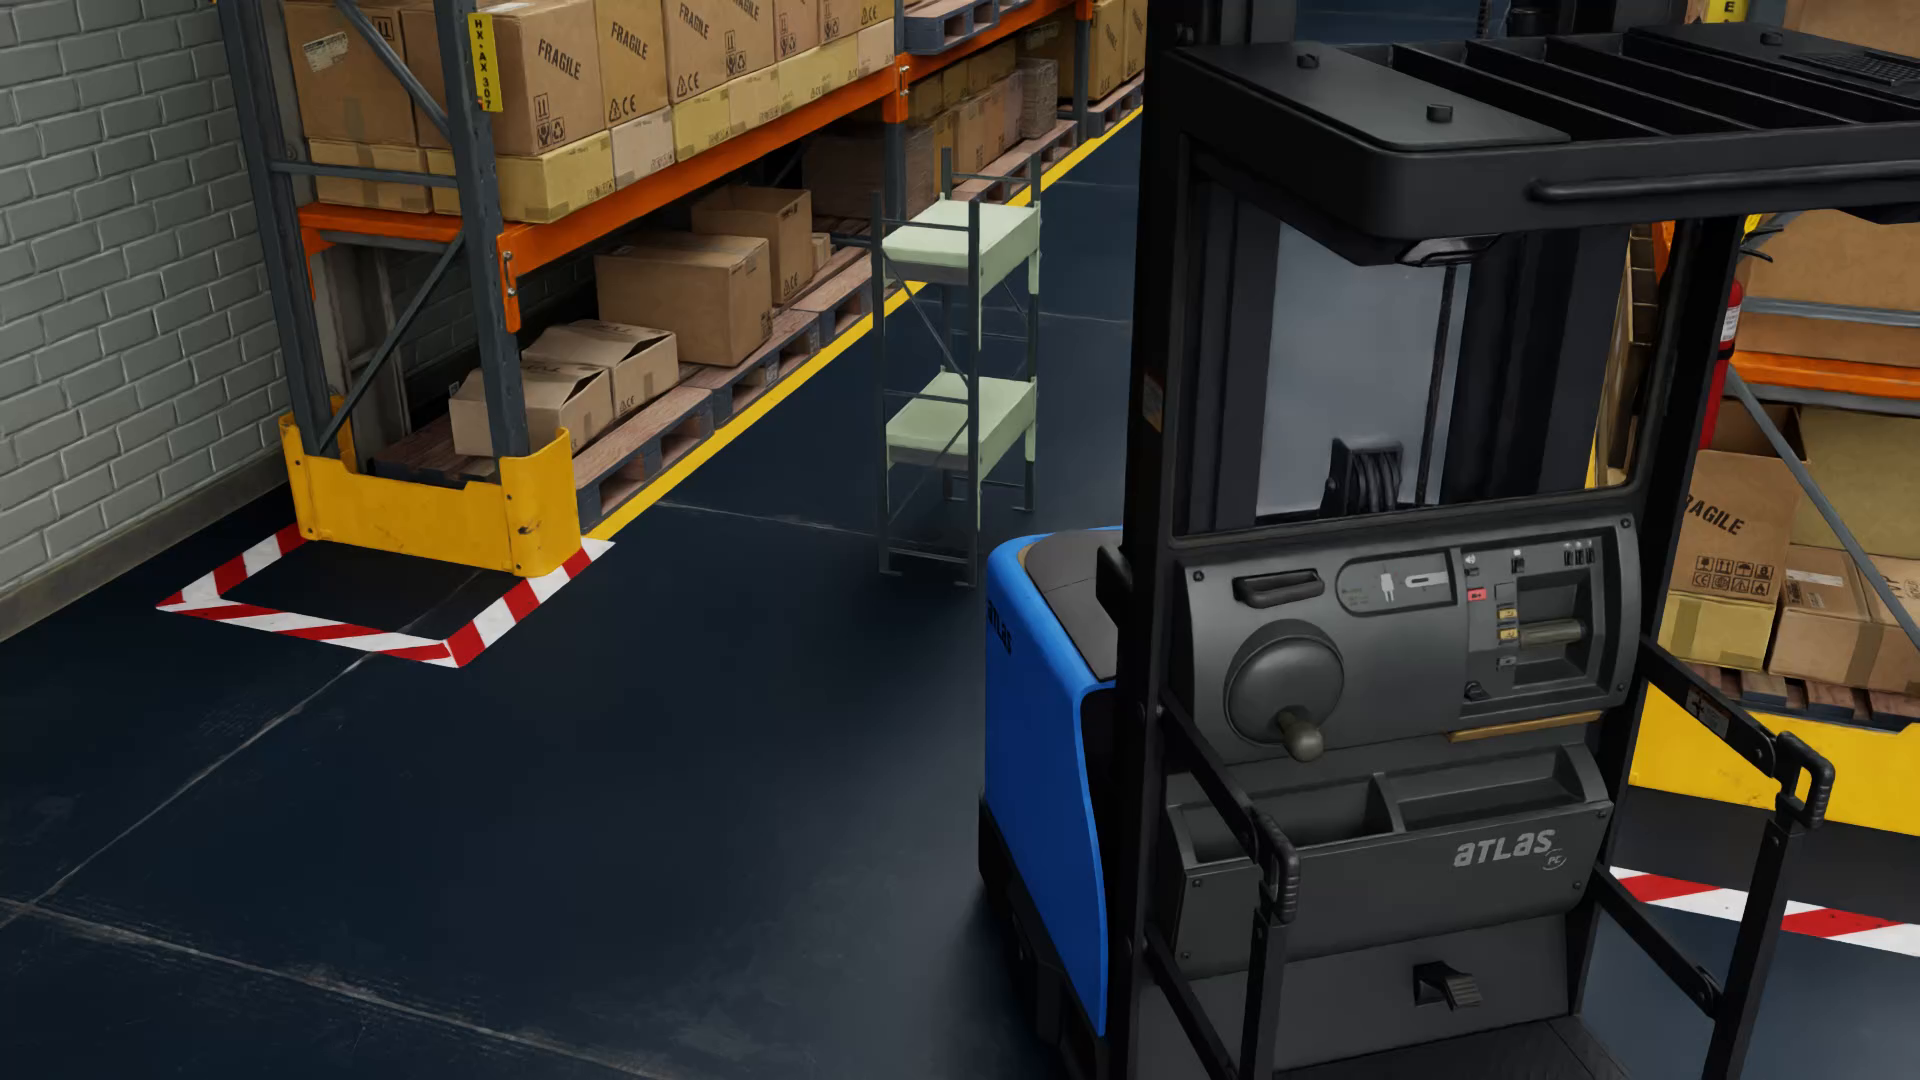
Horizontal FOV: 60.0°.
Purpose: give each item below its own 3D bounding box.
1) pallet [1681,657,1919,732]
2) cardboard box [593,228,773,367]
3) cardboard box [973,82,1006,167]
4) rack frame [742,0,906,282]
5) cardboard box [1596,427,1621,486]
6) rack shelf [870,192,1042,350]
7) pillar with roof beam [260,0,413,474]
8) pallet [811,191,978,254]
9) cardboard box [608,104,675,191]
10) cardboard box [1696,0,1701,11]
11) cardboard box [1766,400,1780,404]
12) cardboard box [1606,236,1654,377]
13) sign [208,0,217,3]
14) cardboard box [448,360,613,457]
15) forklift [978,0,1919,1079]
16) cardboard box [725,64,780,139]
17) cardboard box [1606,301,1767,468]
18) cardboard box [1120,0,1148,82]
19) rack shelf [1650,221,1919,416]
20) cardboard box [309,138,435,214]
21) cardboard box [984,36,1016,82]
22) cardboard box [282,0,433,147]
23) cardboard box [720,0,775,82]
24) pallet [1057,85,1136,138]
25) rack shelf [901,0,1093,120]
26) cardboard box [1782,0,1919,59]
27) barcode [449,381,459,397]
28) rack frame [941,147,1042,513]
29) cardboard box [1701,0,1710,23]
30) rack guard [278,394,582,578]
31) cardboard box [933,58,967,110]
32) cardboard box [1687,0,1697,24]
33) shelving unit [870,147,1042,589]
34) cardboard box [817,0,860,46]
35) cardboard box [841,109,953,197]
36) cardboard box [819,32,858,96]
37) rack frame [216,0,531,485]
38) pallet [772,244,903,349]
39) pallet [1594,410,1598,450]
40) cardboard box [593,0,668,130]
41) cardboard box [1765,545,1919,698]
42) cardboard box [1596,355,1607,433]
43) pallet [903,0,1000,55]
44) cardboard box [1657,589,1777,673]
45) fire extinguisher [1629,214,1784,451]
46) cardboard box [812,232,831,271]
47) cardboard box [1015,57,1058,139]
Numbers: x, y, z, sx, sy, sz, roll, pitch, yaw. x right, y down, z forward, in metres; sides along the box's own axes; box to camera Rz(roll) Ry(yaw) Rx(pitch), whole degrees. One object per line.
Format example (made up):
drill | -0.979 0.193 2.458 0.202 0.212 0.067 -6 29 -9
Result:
pallet | 2.750 0.331 5.823 1.003 0.211 1.213 9 27 17
cardboard box | -1.342 -1.193 8.135 0.700 0.500 0.500 7 27 14
cardboard box | -0.086 -2.974 11.814 0.700 0.500 0.500 9 27 17
rack frame | -0.807 -2.964 9.429 1.000 3.000 0.127 9 27 17
cardboard box | 2.755 -0.231 6.458 0.500 0.250 0.500 9 27 17
rack shelf | -0.002 -1.024 6.247 0.431 0.370 0.720 9 27 17
pillar with roof beam | 1.339 -3.809 4.291 9.100 9.000 0.400 9 27 17
pallet | -0.549 -2.029 10.698 1.003 0.211 1.213 9 27 17
cardboard box | -1.517 -1.631 6.827 0.500 0.250 0.500 8 27 16
cardboard box | 3.594 -2.502 7.616 0.380 0.149 0.250 9 27 17
cardboard box | 3.242 -0.493 6.140 0.500 0.500 0.500 9 27 17
cardboard box | 3.084 -0.980 7.144 0.500 0.500 0.500 9 27 17
sign | -2.654 -2.072 5.896 0.100 0.325 0.005 9 27 17
cardboard box | -1.823 -0.579 7.085 0.500 0.311 0.500 6 26 12
forklift | 0.920 0.211 2.950 1.130 2.935 3.031 -7 27 -13
cardboard box | -1.171 -2.047 7.686 0.500 0.250 0.500 9 27 18
cardboard box | 2.752 -0.569 6.295 0.500 0.500 0.500 9 27 17
cardboard box | 1.190 -4.471 14.528 0.750 0.750 0.750 9 27 17
rack shelf | 3.200 -1.101 6.408 1.077 0.370 4.000 9 27 17
cardboard box | -2.165 -1.482 6.517 0.500 0.250 0.500 9 27 18
cardboard box | 0.085 -3.489 12.018 0.500 0.250 0.500 9 27 18
cardboard box | -2.181 -1.824 6.363 0.500 0.500 0.500 8 27 17
cardboard box | -1.183 -2.379 7.509 0.500 0.500 0.500 10 27 19
pallet | 0.858 -3.666 14.079 1.003 0.211 1.213 9 27 17
rack shelf | -0.141 -3.462 11.284 1.077 0.370 4.000 9 27 17
cardboard box | 2.720 -1.444 4.687 0.700 0.500 0.500 9 27 18
barcode | -2.194 -0.649 7.218 0.001 0.075 0.075 9 27 17
rack frame | 0.120 -0.823 6.728 0.400 1.500 0.023 9 27 17
cardboard box | 3.426 -2.292 7.183 0.380 0.149 0.250 8 27 16
rack guard | -2.112 -0.226 6.643 1.175 0.500 0.348 9 27 17
cardboard box | -0.264 -3.075 11.162 0.500 0.250 0.500 8 27 16
cardboard box | 4.654 -3.244 9.893 0.500 0.500 0.500 7 27 15
shelving unit | -0.002 -0.672 6.417 0.431 1.500 0.755 9 27 17
cardboard box | -0.833 -2.798 8.375 0.500 0.500 0.500 9 27 17
cardboard box | -0.453 -2.561 10.961 0.700 0.500 0.500 8 27 16
cardboard box | -0.852 -2.463 8.544 0.500 0.250 0.500 9 27 18
rack frame | -2.138 -1.320 6.034 1.000 3.000 0.127 9 27 17
pallet | -0.997 -1.428 9.456 1.003 0.211 1.213 9 27 17
pallet | 3.562 -0.671 7.894 1.003 0.211 1.213 9 27 17
cardboard box | -1.522 -1.953 6.631 0.500 0.500 0.500 9 27 18
cardboard box | 2.923 0.257 5.450 0.500 0.250 0.500 9 27 17
cardboard box | 3.083 -0.642 7.308 0.500 0.250 0.500 9 27 17
pallet | -0.415 -3.170 10.076 1.003 0.211 1.213 9 27 17
cardboard box | 2.435 0.182 5.605 0.500 0.250 0.500 9 27 17
fire extinguisher | 2.058 -0.587 4.609 0.296 0.674 0.183 9 27 17
cardboard box | -0.956 -1.662 9.488 0.380 0.166 0.250 5 26 11
cardboard box | 0.334 -3.377 12.646 0.700 0.500 0.500 9 27 18
